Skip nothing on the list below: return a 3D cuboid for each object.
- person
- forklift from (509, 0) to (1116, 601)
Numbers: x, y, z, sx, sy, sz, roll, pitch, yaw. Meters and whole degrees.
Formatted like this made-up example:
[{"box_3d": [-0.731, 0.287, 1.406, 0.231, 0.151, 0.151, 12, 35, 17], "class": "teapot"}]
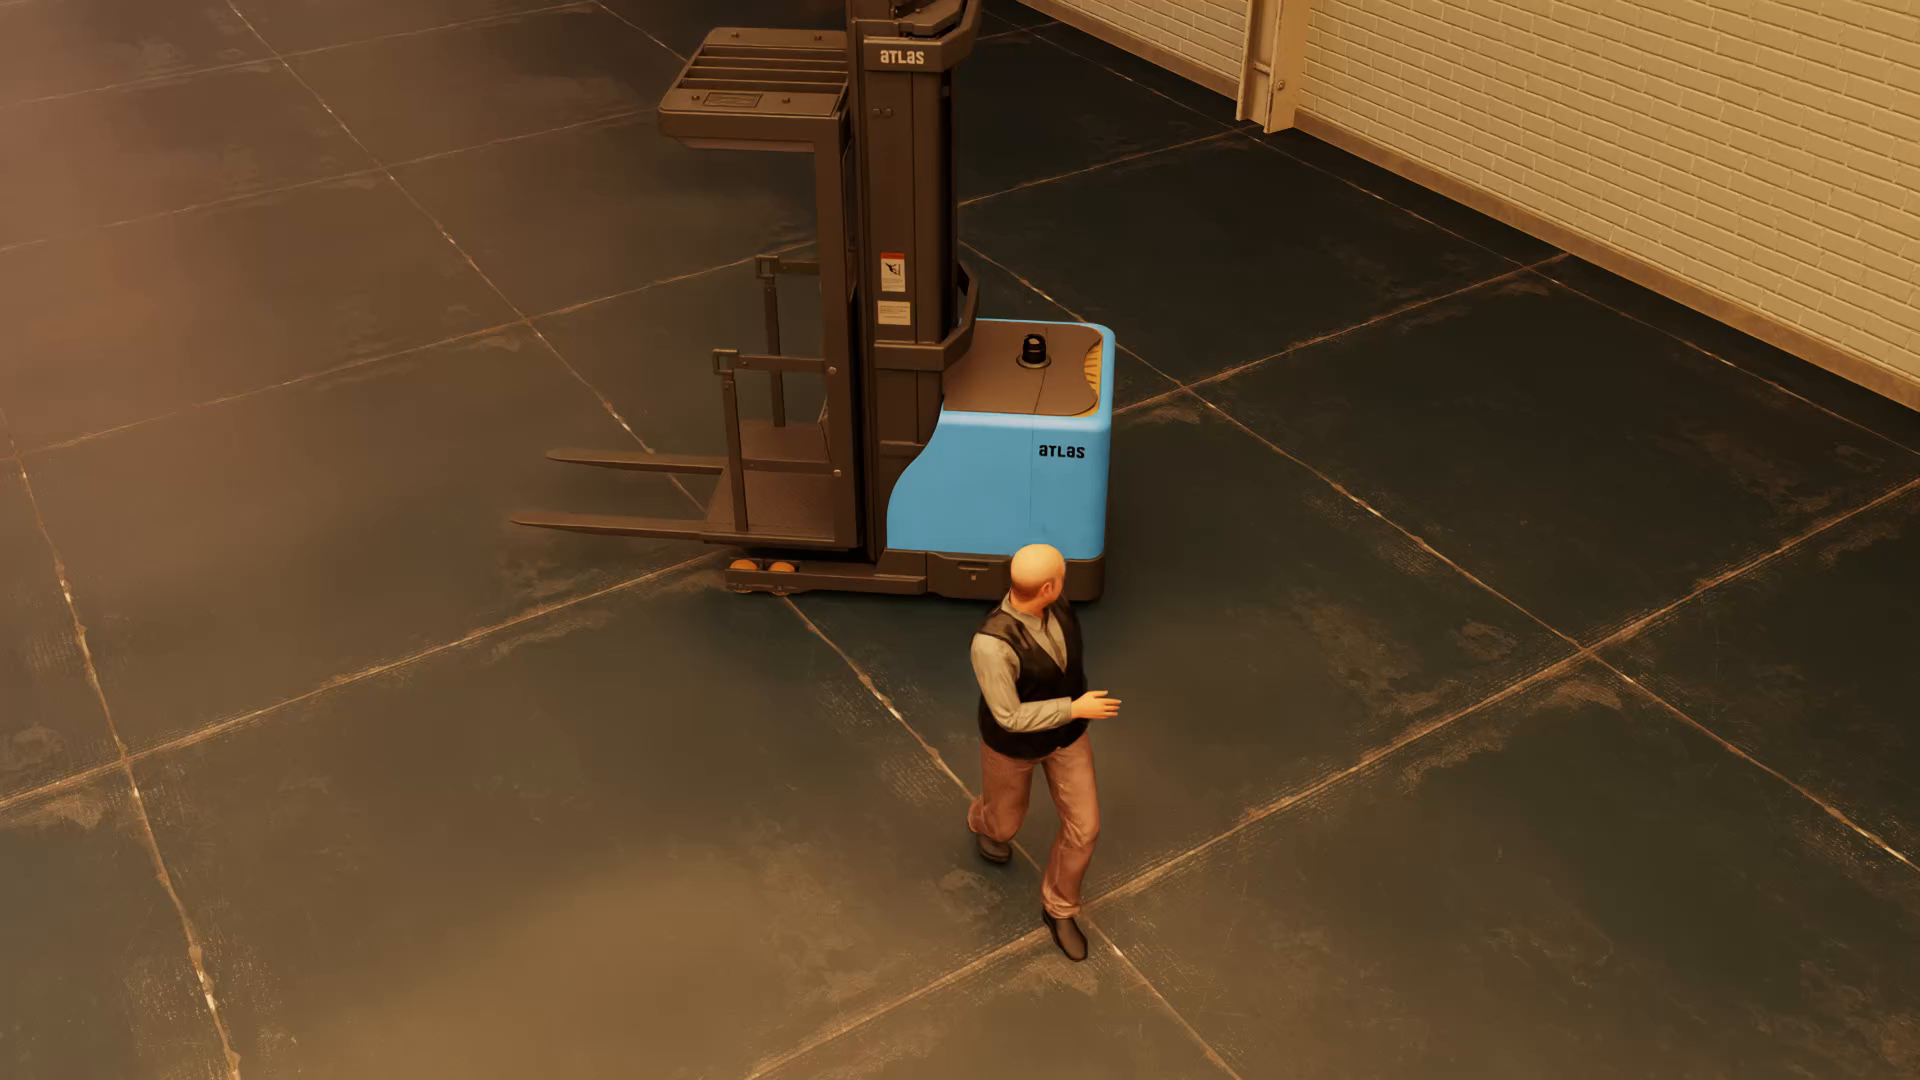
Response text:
[{"box_3d": [0.284, 0.719, 6.281, 0.551, 1.650, 0.936, -18, 39, -24], "class": "person"}, {"box_3d": [-0.755, -1.221, 7.886, 3.031, 2.935, 1.130, 3, 35, 5], "class": "forklift"}]
